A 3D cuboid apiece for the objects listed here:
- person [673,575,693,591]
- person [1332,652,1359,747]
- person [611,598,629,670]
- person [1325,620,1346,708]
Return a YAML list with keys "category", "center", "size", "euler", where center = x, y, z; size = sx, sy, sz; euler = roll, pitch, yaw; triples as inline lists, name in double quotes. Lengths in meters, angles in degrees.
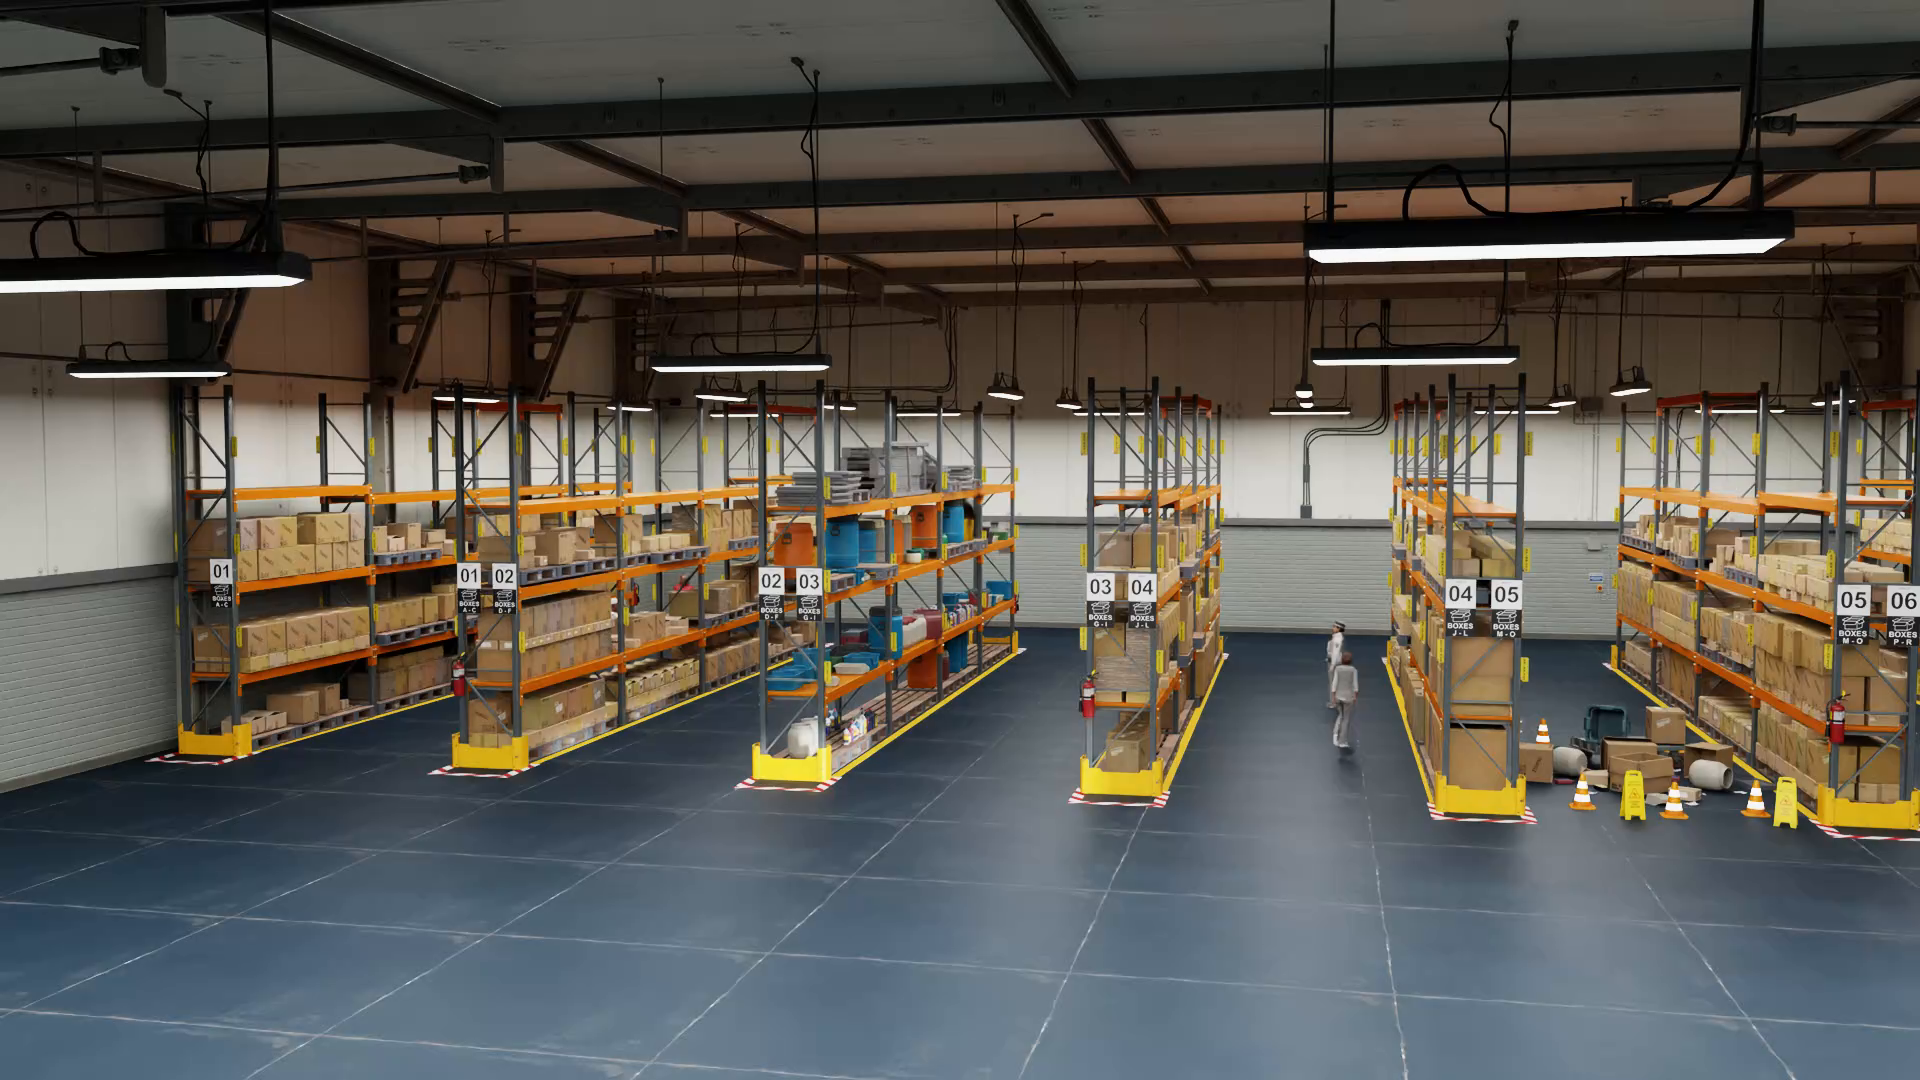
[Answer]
- category: "person"
  center: [-7.174, 1.738, 43.108]
  size: [0.499, 1.679, 0.856]
  euler: [1, 3, 9]
- category: "person"
  center: [6.413, 2.643, 27.608]
  size: [0.390, 1.594, 0.393]
  euler: [-3, 4, -44]
- category: "person"
  center: [-7.249, 2.143, 35.588]
  size: [0.602, 1.824, 0.667]
  euler: [3, 4, 40]
- category: "person"
  center: [7.198, 2.372, 31.963]
  size: [0.422, 1.699, 0.480]
  euler: [2, 4, 35]
